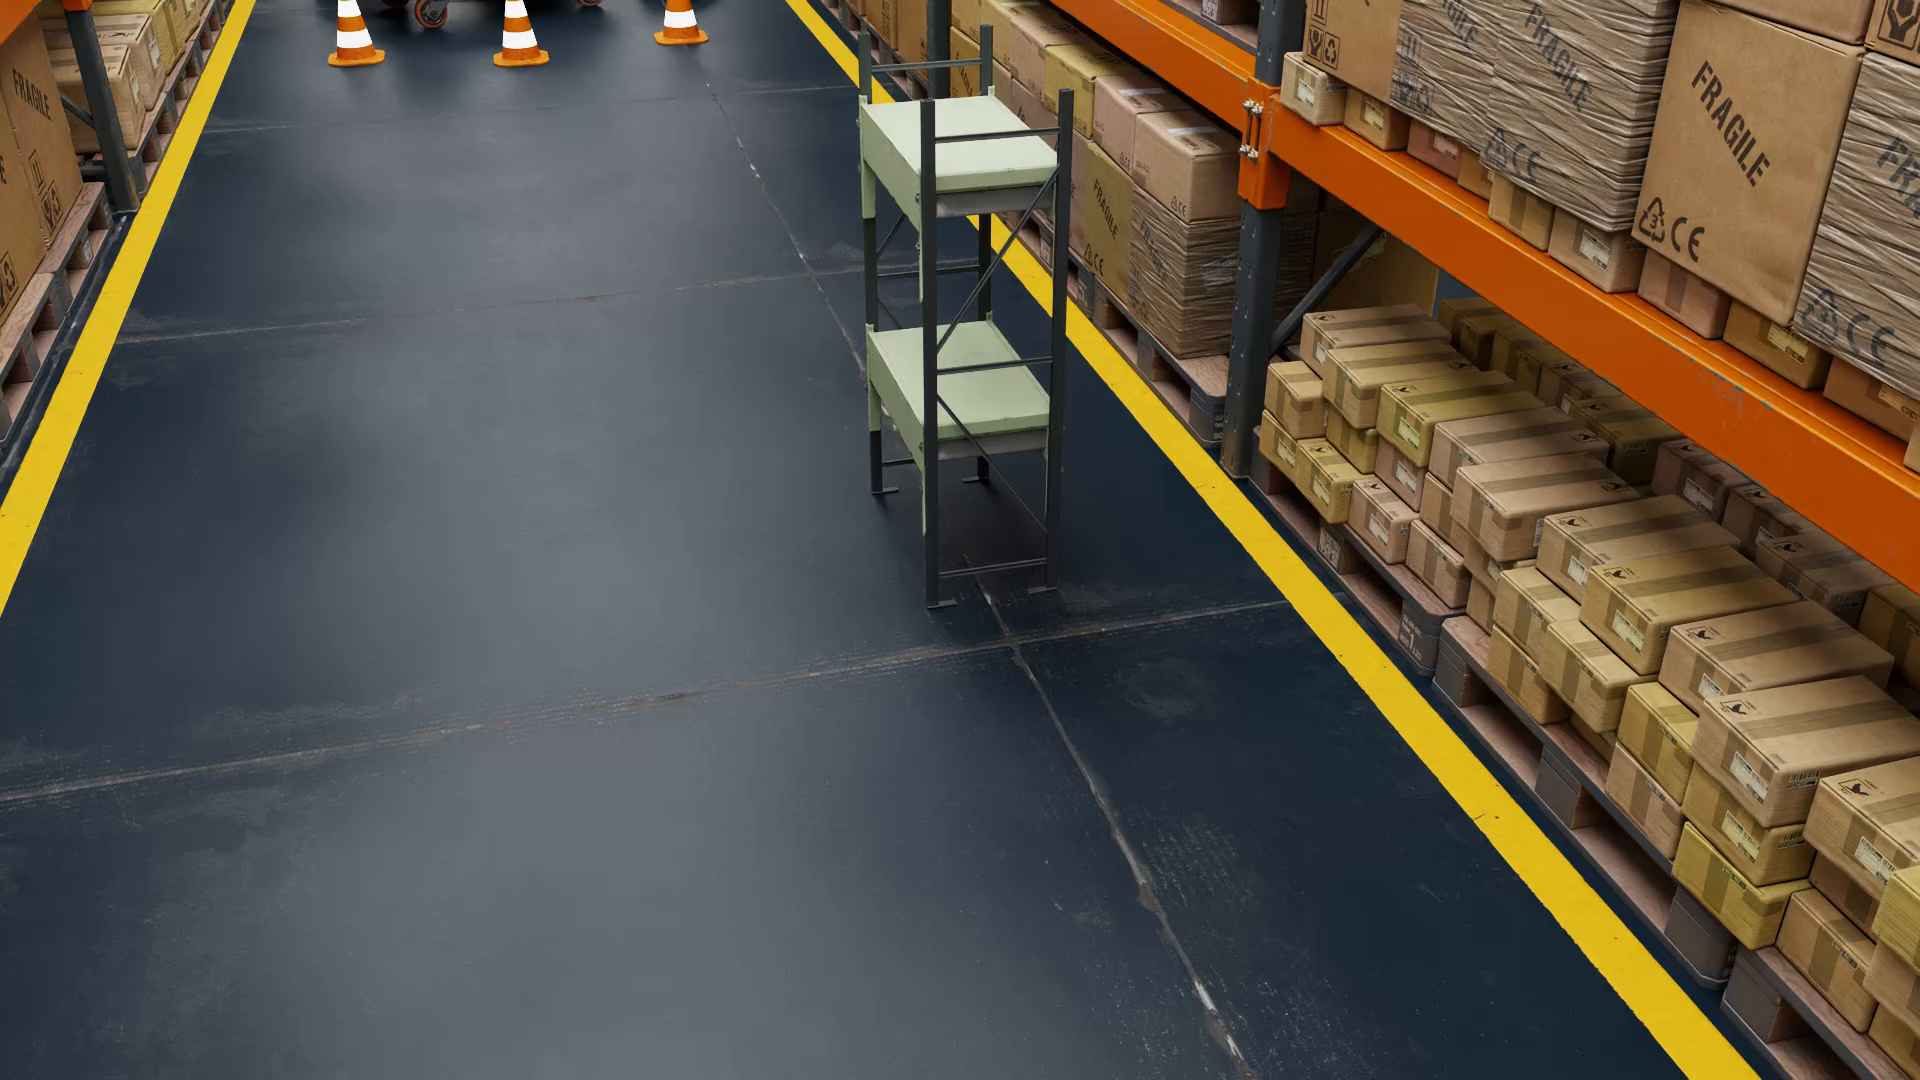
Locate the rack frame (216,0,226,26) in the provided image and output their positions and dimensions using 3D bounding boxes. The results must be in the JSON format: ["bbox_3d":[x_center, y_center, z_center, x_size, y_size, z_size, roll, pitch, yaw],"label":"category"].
[{"bbox_3d":[-5.484,-4.746,10.455,1.000,3.000,0.127,-8,31,-13],"label":"rack frame"}]

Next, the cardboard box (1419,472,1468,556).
[{"bbox_3d":[1.494,-0.094,4.548,0.380,0.149,0.250,-9,31,-16],"label":"cardboard box"}]

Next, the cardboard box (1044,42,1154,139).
[{"bbox_3d":[0.666,-1.843,6.767,0.500,0.250,0.500,-9,31,-15],"label":"cardboard box"}]

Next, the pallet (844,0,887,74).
[{"bbox_3d":[-0.134,-3.293,10.728,1.003,0.211,1.213,-8,31,-13],"label":"pallet"}]

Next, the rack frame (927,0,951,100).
[{"bbox_3d":[0.323,-3.521,8.339,1.000,3.000,0.127,-8,31,-13],"label":"rack frame"}]

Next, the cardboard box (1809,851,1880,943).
[{"bbox_3d":[1.919,0.655,3.253,0.380,0.149,0.250,-8,31,-14],"label":"cardboard box"}]

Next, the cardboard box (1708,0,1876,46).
[{"bbox_3d":[1.661,-1.199,2.933,0.500,0.500,0.500,-9,31,-15],"label":"cardboard box"}]

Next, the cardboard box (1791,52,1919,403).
[{"bbox_3d":[1.803,-0.505,2.731,0.500,0.500,0.500,-8,31,-13],"label":"cardboard box"}]

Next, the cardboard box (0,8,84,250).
[{"bbox_3d":[-4.319,-1.731,6.949,0.875,0.875,0.875,-8,31,-14],"label":"cardboard box"}]

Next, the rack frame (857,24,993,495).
[{"bbox_3d":[-0.099,-0.829,5.185,0.400,1.500,0.023,-8,31,-13],"label":"rack frame"}]

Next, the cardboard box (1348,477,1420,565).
[{"bbox_3d":[1.358,-0.077,4.815,0.380,0.149,0.250,-8,31,-14],"label":"cardboard box"}]

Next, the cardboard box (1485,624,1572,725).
[{"bbox_3d":[1.555,0.303,4.159,0.380,0.149,0.250,-9,31,-15],"label":"cardboard box"}]

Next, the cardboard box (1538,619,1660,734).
[{"bbox_3d":[1.592,0.295,3.876,0.380,0.149,0.250,-8,31,-13],"label":"cardboard box"}]

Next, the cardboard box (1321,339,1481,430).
[{"bbox_3d":[1.292,-0.459,4.882,0.380,0.149,0.250,-6,31,-11],"label":"cardboard box"}]

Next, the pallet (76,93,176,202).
[{"bbox_3d":[-4.629,-1.985,8.468,1.003,0.211,1.213,-8,31,-13],"label":"pallet"}]

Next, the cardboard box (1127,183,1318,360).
[{"bbox_3d":[0.945,-1.013,6.082,0.500,0.500,0.500,-8,31,-14],"label":"cardboard box"}]

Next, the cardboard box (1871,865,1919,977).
[{"bbox_3d":[1.859,0.678,2.916,0.380,0.149,0.250,-9,31,-14],"label":"cardboard box"}]

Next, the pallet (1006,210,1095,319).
[{"bbox_3d":[0.849,-1.348,7.369,1.003,0.211,1.213,-8,31,-13],"label":"pallet"}]

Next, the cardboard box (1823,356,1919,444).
[{"bbox_3d":[1.830,-0.302,3.028,0.380,0.149,0.250,-9,31,-15],"label":"cardboard box"}]

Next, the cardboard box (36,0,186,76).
[{"bbox_3d":[-4.962,-2.855,9.392,0.950,0.372,0.625,-7,31,-12],"label":"cardboard box"}]

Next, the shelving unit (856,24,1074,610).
[{"bbox_3d":[-0.002,-0.652,4.880,0.431,1.500,0.755,-8,31,-13],"label":"shelving unit"}]

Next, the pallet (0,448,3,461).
[{"bbox_3d":[-3.638,-0.038,5.104,1.003,0.211,1.213,-8,31,-13],"label":"pallet"}]

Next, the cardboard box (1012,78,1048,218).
[{"bbox_3d":[0.542,-1.756,7.365,0.500,0.500,0.500,-9,31,-15],"label":"cardboard box"}]

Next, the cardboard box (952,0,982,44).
[{"bbox_3d":[0.273,-2.580,8.041,0.500,0.250,0.500,-9,31,-16],"label":"cardboard box"}]

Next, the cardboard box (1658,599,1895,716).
[{"bbox_3d":[1.763,0.281,3.604,0.380,0.149,0.250,-9,31,-15],"label":"cardboard box"}]

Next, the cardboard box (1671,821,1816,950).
[{"bbox_3d":[1.746,0.686,3.496,0.380,0.149,0.250,-9,31,-15],"label":"cardboard box"}]

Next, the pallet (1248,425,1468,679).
[{"bbox_3d":[1.597,-0.062,5.147,1.003,0.211,1.213,-8,31,-13],"label":"pallet"}]

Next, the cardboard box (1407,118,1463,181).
[{"bbox_3d":[1.406,-1.063,4.343,0.380,0.149,0.250,-9,31,-15],"label":"cardboard box"}]

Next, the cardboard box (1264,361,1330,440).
[{"bbox_3d":[1.172,-0.448,5.159,0.380,0.149,0.250,-6,31,-11],"label":"cardboard box"}]

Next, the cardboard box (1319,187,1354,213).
[{"bbox_3d":[1.443,-1.405,6.011,0.500,0.250,0.500,-9,31,-15],"label":"cardboard box"}]

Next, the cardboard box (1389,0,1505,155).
[{"bbox_3d":[1.411,-1.250,4.019,0.500,0.500,0.500,-8,31,-13],"label":"cardboard box"}]

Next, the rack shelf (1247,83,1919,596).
[{"bbox_3d":[1.916,-0.312,3.512,1.077,0.370,4.000,-8,31,-13],"label":"rack shelf"}]

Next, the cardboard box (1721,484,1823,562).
[{"bbox_3d":[2.147,-0.037,4.152,0.380,0.149,0.250,-9,31,-15],"label":"cardboard box"}]

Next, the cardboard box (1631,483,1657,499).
[{"bbox_3d":[2.005,-0.045,4.463,0.380,0.149,0.250,-7,31,-12],"label":"cardboard box"}]

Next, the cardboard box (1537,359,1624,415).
[{"bbox_3d":[1.909,-0.420,4.814,0.380,0.149,0.250,-8,31,-14],"label":"cardboard box"}]

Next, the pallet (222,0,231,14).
[{"bbox_3d":[-5.697,-3.859,11.706,1.003,0.211,1.213,-8,31,-13],"label":"pallet"}]

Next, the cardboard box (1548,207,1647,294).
[{"bbox_3d":[1.541,-0.670,3.665,0.380,0.149,0.250,-7,31,-11],"label":"cardboard box"}]

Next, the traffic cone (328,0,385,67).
[{"bbox_3d":[-3.805,-3.235,10.377,0.336,0.463,0.334,-8,31,-13],"label":"traffic cone"}]

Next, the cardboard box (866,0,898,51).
[{"bbox_3d":[0.013,-3.457,10.054,1.050,0.750,0.750,-7,31,-13],"label":"cardboard box"}]

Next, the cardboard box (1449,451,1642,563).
[{"bbox_3d":[1.487,-0.087,4.239,0.380,0.149,0.250,-7,31,-12],"label":"cardboard box"}]
